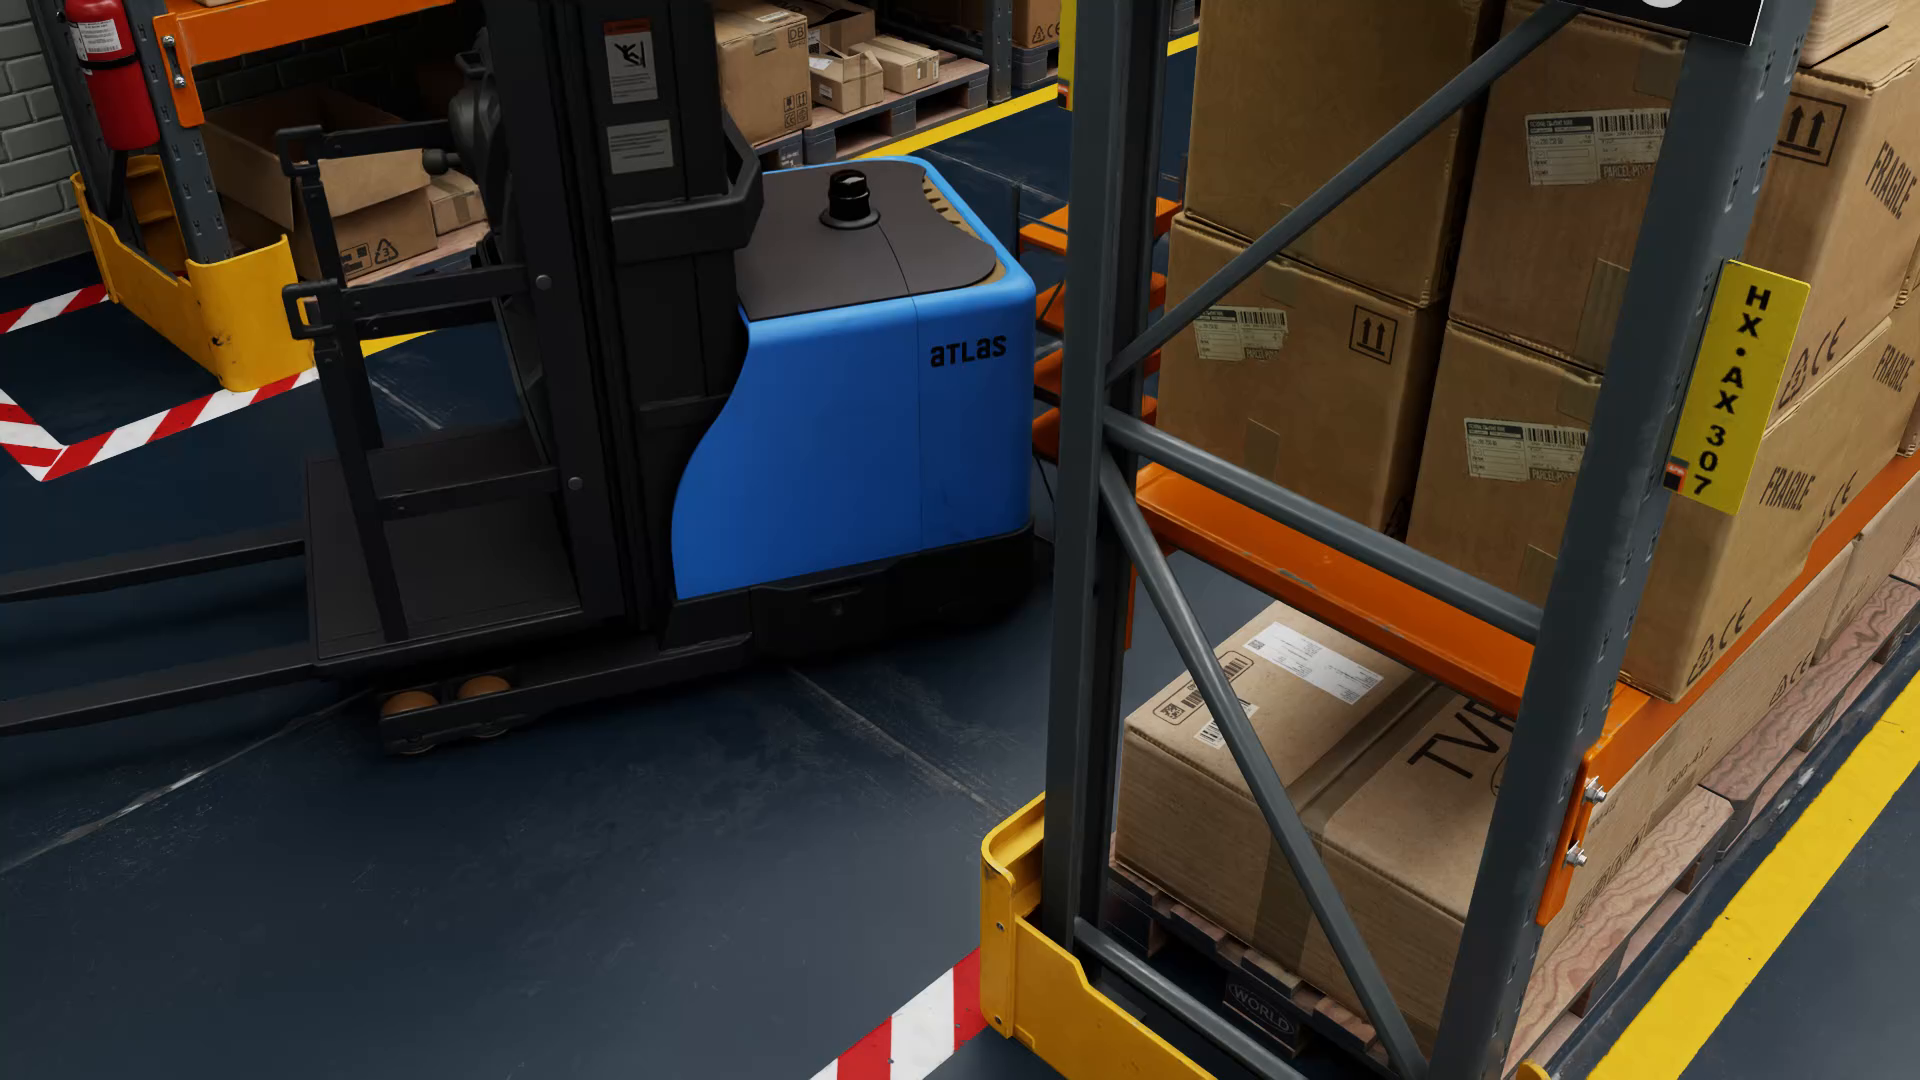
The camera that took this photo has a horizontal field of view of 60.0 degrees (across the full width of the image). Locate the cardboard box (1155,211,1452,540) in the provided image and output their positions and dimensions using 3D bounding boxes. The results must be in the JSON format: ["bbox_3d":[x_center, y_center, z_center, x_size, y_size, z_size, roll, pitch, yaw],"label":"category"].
[{"bbox_3d":[0.722,-0.367,3.066,0.500,0.500,0.500,-30,45,-35],"label":"cardboard box"}]

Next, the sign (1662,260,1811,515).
[{"bbox_3d":[0.960,-0.185,2.066,0.100,0.325,0.005,30,45,35],"label":"sign"}]

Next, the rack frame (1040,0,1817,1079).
[{"bbox_3d":[0.570,-0.023,2.661,1.000,3.000,0.127,30,45,35],"label":"rack frame"}]

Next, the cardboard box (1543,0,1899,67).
[{"bbox_3d":[1.016,-0.773,2.207,0.250,0.149,0.380,-29,44,-35],"label":"cardboard box"}]

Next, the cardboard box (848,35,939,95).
[{"bbox_3d":[-0.321,-2.304,8.057,0.380,0.149,0.250,28,44,34],"label":"cardboard box"}]

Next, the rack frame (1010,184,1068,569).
[{"bbox_3d":[0.235,-0.435,4.824,0.240,1.200,0.015,27,43,33],"label":"rack frame"}]

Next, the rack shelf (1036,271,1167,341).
[{"bbox_3d":[0.396,-0.668,4.885,0.258,0.148,0.480,27,43,33],"label":"rack shelf"}]

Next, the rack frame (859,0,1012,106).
[{"bbox_3d":[-0.137,-3.646,7.856,1.000,3.000,0.127,30,45,35],"label":"rack frame"}]

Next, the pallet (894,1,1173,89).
[{"bbox_3d":[0.409,-2.847,9.149,1.003,0.211,1.213,30,45,35],"label":"pallet"}]

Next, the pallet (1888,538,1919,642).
[{"bbox_3d":[2.797,-0.226,5.389,1.003,0.211,1.213,30,45,35],"label":"pallet"}]

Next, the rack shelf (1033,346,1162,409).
[{"bbox_3d":[0.396,-0.484,5.013,0.258,0.148,0.480,27,43,33],"label":"rack shelf"}]

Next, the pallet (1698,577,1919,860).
[{"bbox_3d":[1.937,0.272,4.676,1.003,0.211,1.213,30,45,35],"label":"pallet"}]

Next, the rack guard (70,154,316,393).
[{"bbox_3d":[-2.902,-1.028,6.286,1.175,0.500,0.348,30,45,35],"label":"rack guard"}]

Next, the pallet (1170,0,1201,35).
[{"bbox_3d":[1.269,-3.345,9.862,1.003,0.211,1.213,30,45,35],"label":"pallet"}]

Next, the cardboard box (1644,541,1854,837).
[{"bbox_3d":[1.603,0.172,4.253,0.875,0.438,0.875,-29,44,-34],"label":"cardboard box"}]

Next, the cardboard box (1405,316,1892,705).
[{"bbox_3d":[1.112,-0.143,2.746,0.500,0.500,0.500,29,44,35],"label":"cardboard box"}]

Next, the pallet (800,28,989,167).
[{"bbox_3d":[-0.621,-2.224,8.254,1.003,0.211,1.213,30,45,35],"label":"pallet"}]

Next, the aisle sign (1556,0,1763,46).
[{"bbox_3d":[0.725,-0.943,1.708,0.394,0.787,0.004,30,45,35],"label":"aisle sign"}]

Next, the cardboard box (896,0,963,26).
[{"bbox_3d":[-0.001,-3.111,8.907,0.500,0.500,0.500,29,44,35],"label":"cardboard box"}]

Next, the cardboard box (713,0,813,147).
[{"bbox_3d":[-1.096,-2.132,7.503,0.700,0.500,0.500,28,43,34],"label":"cardboard box"}]

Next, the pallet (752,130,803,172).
[{"bbox_3d":[-1.481,-1.726,7.540,1.003,0.211,1.213,30,45,35],"label":"pallet"}]

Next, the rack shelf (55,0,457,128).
[{"bbox_3d":[-1.546,-2.539,6.897,1.077,0.370,4.000,30,45,35],"label":"rack shelf"}]

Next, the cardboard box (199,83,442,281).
[{"bbox_3d":[-2.457,-1.381,6.422,0.797,0.503,0.637,28,43,34],"label":"cardboard box"}]

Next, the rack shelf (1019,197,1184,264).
[{"bbox_3d":[0.396,-0.862,4.750,0.258,0.148,0.480,27,43,33],"label":"rack shelf"}]

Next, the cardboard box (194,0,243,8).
[{"bbox_3d":[-2.529,-1.942,5.632,0.380,0.149,0.250,29,44,35],"label":"cardboard box"}]

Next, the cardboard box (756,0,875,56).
[{"bbox_3d":[-0.770,-2.542,8.257,0.500,0.311,0.500,-28,44,-34],"label":"cardboard box"}]

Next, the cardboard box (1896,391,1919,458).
[{"bbox_3d":[1.820,-0.559,3.342,0.500,0.500,0.500,29,44,35],"label":"cardboard box"}]

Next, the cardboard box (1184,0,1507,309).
[{"bbox_3d":[0.741,-0.766,2.764,0.500,0.500,0.500,-28,44,-34],"label":"cardboard box"}]

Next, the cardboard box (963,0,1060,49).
[{"bbox_3d":[0.364,-2.898,8.602,0.500,0.500,0.500,-28,43,-34],"label":"cardboard box"}]

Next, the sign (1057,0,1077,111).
[{"bbox_3d":[0.195,-0.820,2.584,0.100,0.325,0.005,30,45,35],"label":"sign"}]

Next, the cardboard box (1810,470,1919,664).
[{"bbox_3d":[2.239,-0.193,4.777,0.875,0.438,0.875,28,44,34],"label":"cardboard box"}]

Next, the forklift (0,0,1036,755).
[{"bbox_3d":[-1.357,-0.973,4.083,3.031,2.935,1.130,-11,36,-16],"label":"forklift"}]

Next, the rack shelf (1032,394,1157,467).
[{"bbox_3d":[0.396,-0.321,5.127,0.258,0.148,0.480,27,43,33],"label":"rack shelf"}]

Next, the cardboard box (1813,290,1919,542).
[{"bbox_3d":[1.448,-0.360,3.056,0.500,0.500,0.500,29,44,35],"label":"cardboard box"}]

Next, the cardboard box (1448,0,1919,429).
[{"bbox_3d":[1.110,-0.554,2.461,0.500,0.500,0.500,28,44,34],"label":"cardboard box"}]

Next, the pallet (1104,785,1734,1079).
[{"bbox_3d":[1.078,0.765,3.969,1.003,0.211,1.213,30,45,35],"label":"pallet"}]

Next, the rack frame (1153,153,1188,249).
[{"bbox_3d":[0.557,-0.644,5.125,0.240,1.200,0.015,27,43,33],"label":"rack frame"}]

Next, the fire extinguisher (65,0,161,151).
[{"bbox_3d":[-2.731,-1.591,5.303,0.296,0.674,0.183,30,45,35],"label":"fire extinguisher"}]

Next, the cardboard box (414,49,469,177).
[{"bbox_3d":[-1.827,-1.710,6.898,0.500,0.500,0.700,-28,44,-34],"label":"cardboard box"}]

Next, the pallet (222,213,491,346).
[{"bbox_3d":[-2.341,-1.233,6.834,1.003,0.211,1.213,30,45,35],"label":"pallet"}]

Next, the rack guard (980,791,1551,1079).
[{"bbox_3d":[0.553,1.012,3.362,1.175,0.500,0.348,30,45,35],"label":"rack guard"}]

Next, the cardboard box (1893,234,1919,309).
[{"bbox_3d":[1.469,-0.767,2.766,0.500,0.500,0.500,28,44,34],"label":"cardboard box"}]

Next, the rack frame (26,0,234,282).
[{"bbox_3d":[-2.955,-2.022,5.527,1.000,3.000,0.127,30,45,35],"label":"rack frame"}]

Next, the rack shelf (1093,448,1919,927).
[{"bbox_3d":[1.979,-0.540,4.031,1.077,0.370,4.000,30,45,35],"label":"rack shelf"}]

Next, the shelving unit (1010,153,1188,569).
[{"bbox_3d":[0.396,-0.539,4.975,0.258,1.200,0.503,27,43,33],"label":"shelving unit"}]

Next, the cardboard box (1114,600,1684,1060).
[{"bbox_3d":[0.964,0.547,3.716,0.875,0.438,0.875,28,44,34],"label":"cardboard box"}]

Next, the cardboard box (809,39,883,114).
[{"bbox_3d":[-0.573,-2.207,7.816,0.258,0.266,0.396,-28,44,-34],"label":"cardboard box"}]

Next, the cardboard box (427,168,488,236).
[{"bbox_3d":[-2.130,-1.392,6.749,0.380,0.149,0.250,28,43,34],"label":"cardboard box"}]
